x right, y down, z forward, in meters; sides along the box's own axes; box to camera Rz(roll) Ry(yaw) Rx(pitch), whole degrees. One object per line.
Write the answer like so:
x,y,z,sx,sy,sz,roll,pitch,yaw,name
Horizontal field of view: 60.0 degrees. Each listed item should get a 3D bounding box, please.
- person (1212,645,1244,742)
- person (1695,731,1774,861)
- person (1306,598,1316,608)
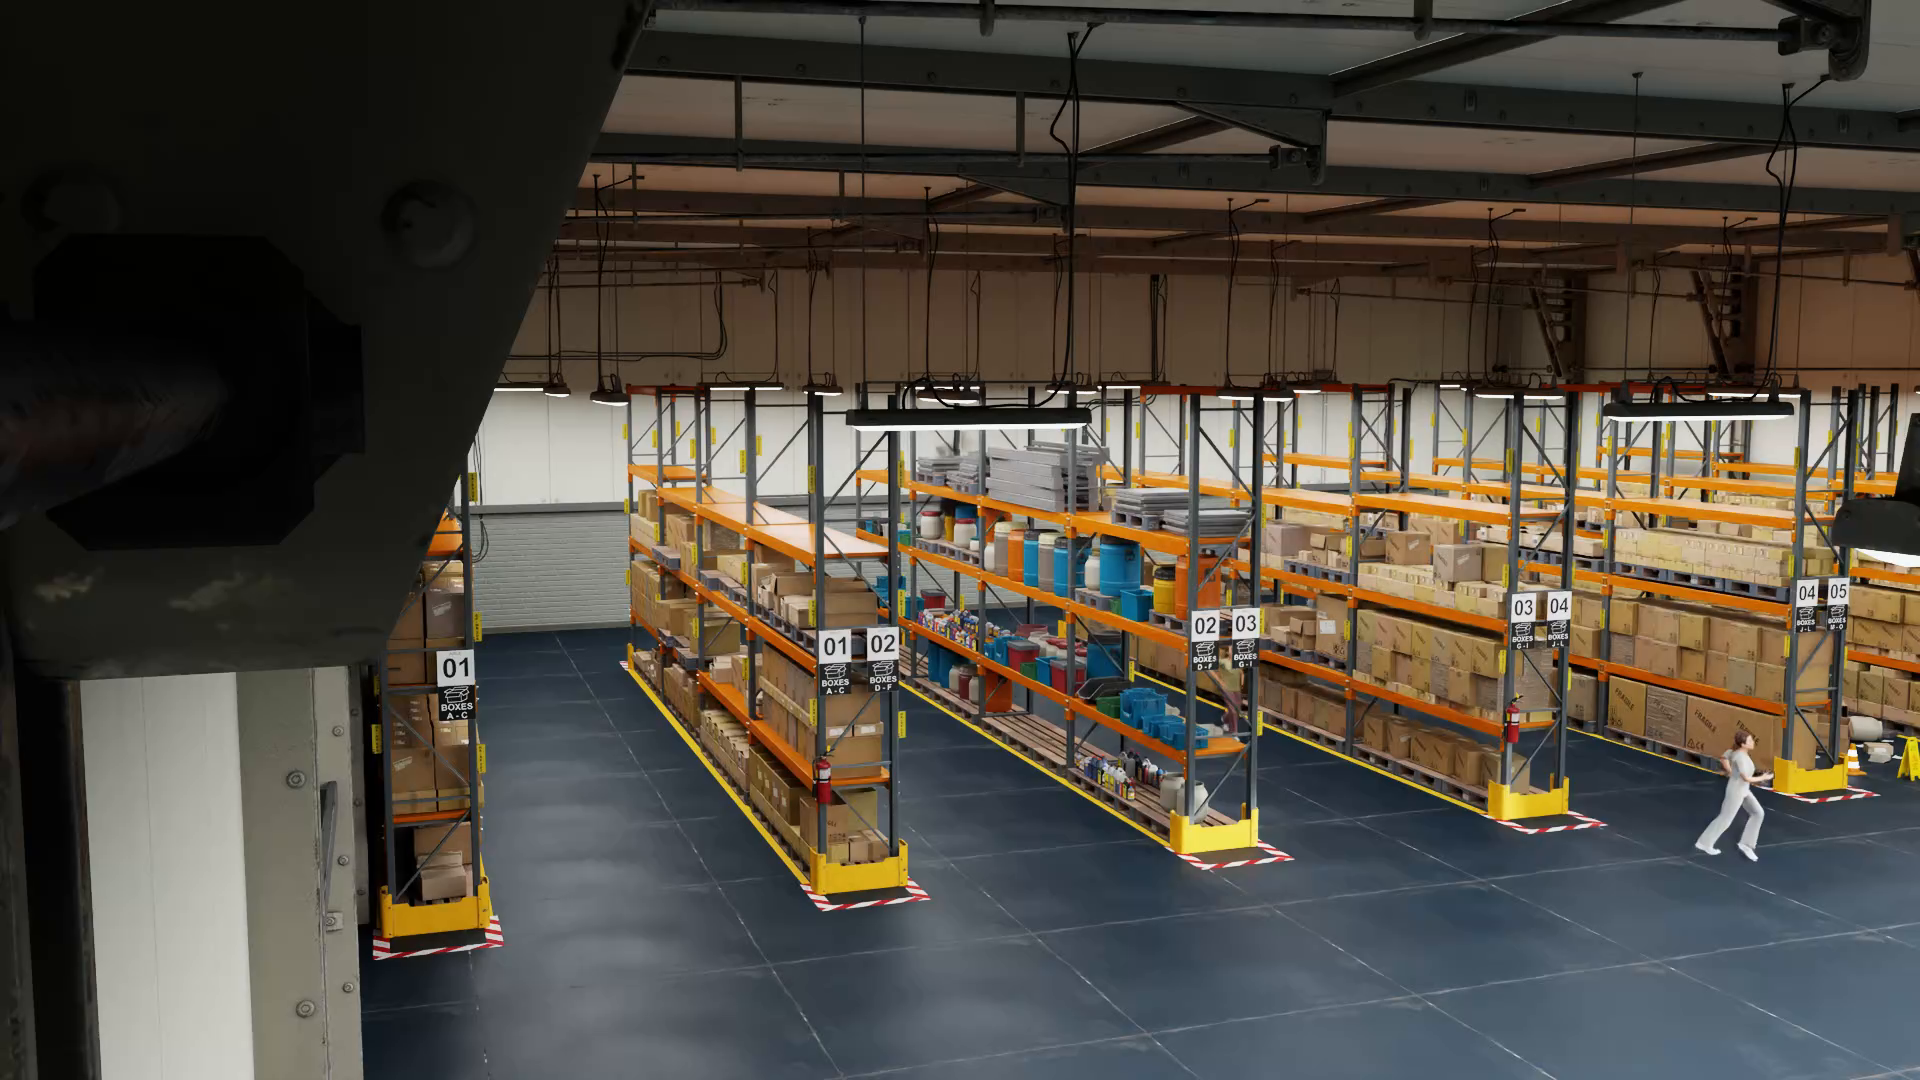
4.602,2.580,28.446,0.589,1.653,0.693,-2,6,-22,person
9.996,3.291,21.452,0.875,1.697,0.572,3,7,25,person
8.936,1.093,42.010,0.970,1.776,0.664,-2,6,-20,person
